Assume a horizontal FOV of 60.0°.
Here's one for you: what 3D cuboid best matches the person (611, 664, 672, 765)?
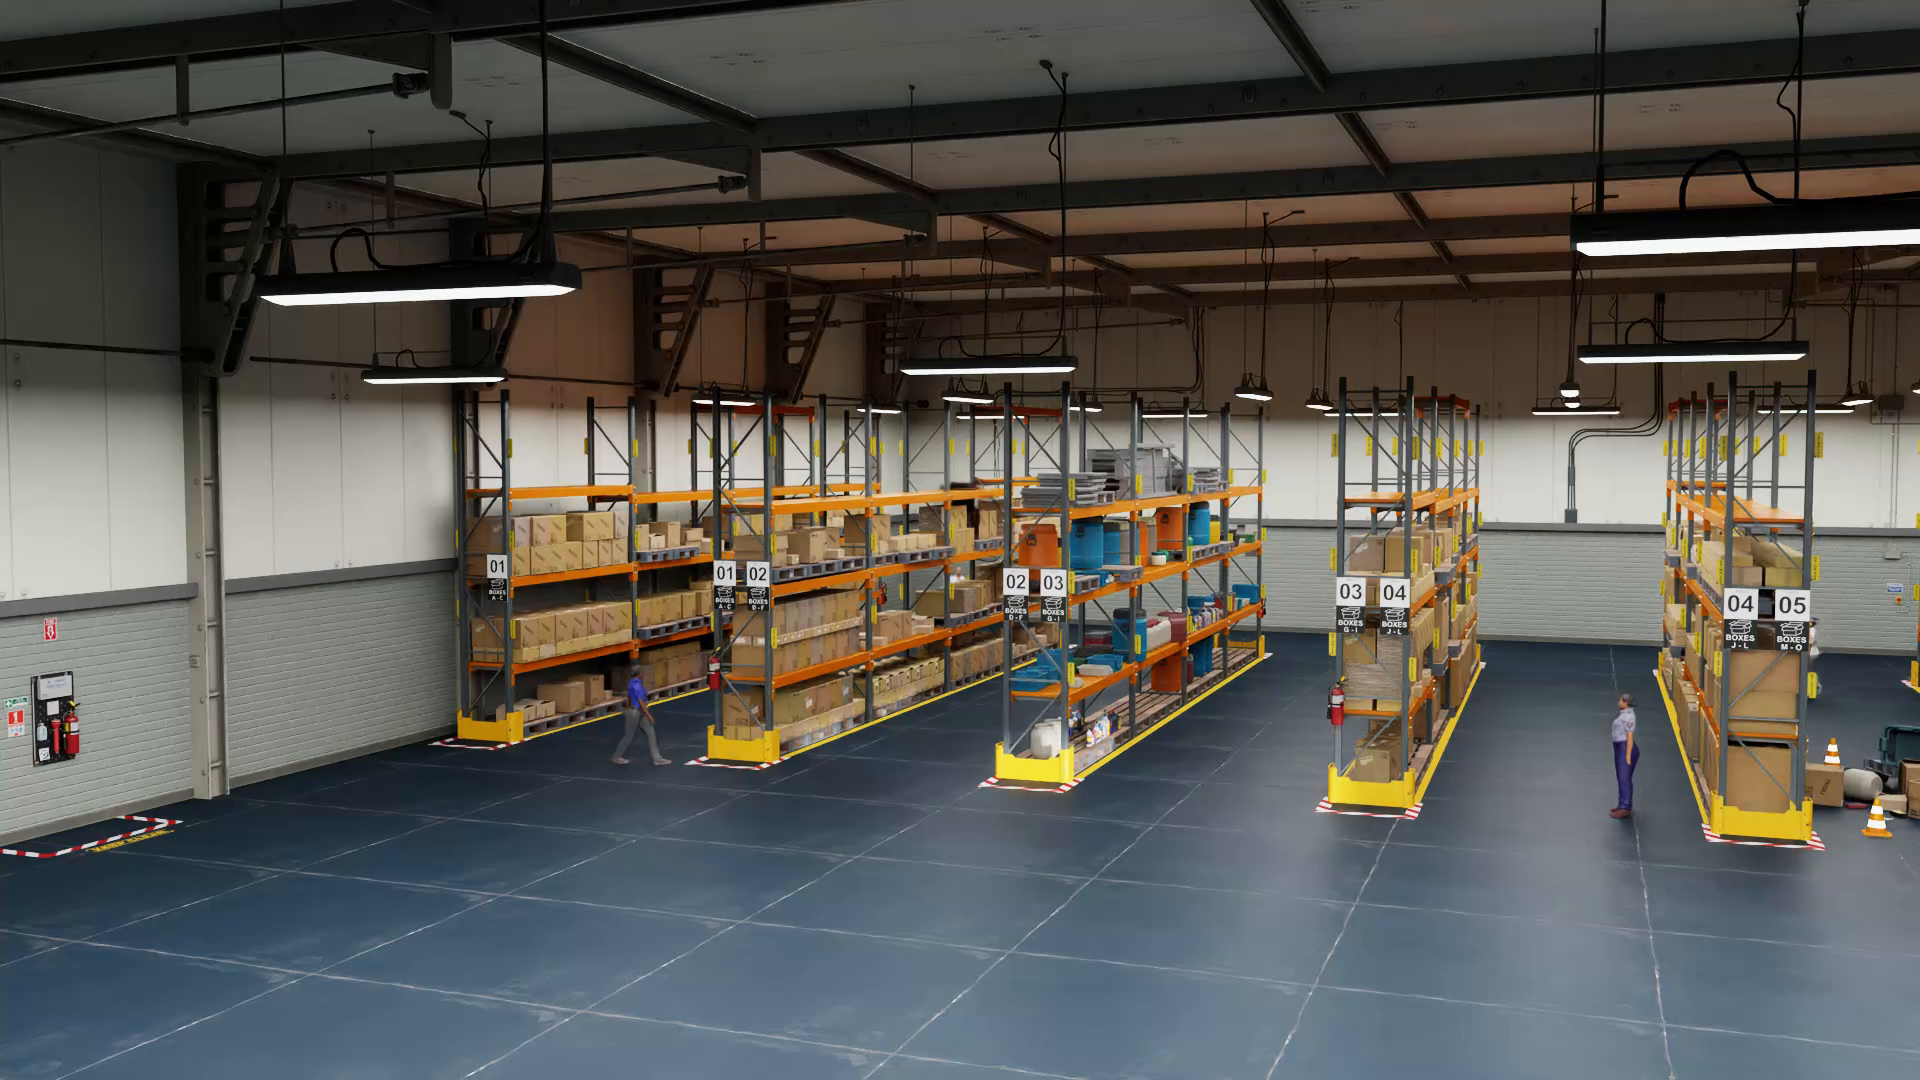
[{"bbox_3d":[-5.027,2.743,26.095,0.973,1.598,0.402,1,3,18],"label":"person"}]

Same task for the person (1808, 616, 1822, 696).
[{"bbox_3d":[16.933,2.321,33.191,0.491,1.680,0.458,-3,4,-40],"label":"person"}]

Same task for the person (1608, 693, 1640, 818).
[{"bbox_3d":[9.066,2.926,22.746,0.423,1.662,0.610,1,3,11],"label":"person"}]

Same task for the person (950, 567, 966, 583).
[{"bbox_3d":[-0.082,1.597,45.828,0.616,1.732,0.931,-2,4,-38],"label":"person"}]
